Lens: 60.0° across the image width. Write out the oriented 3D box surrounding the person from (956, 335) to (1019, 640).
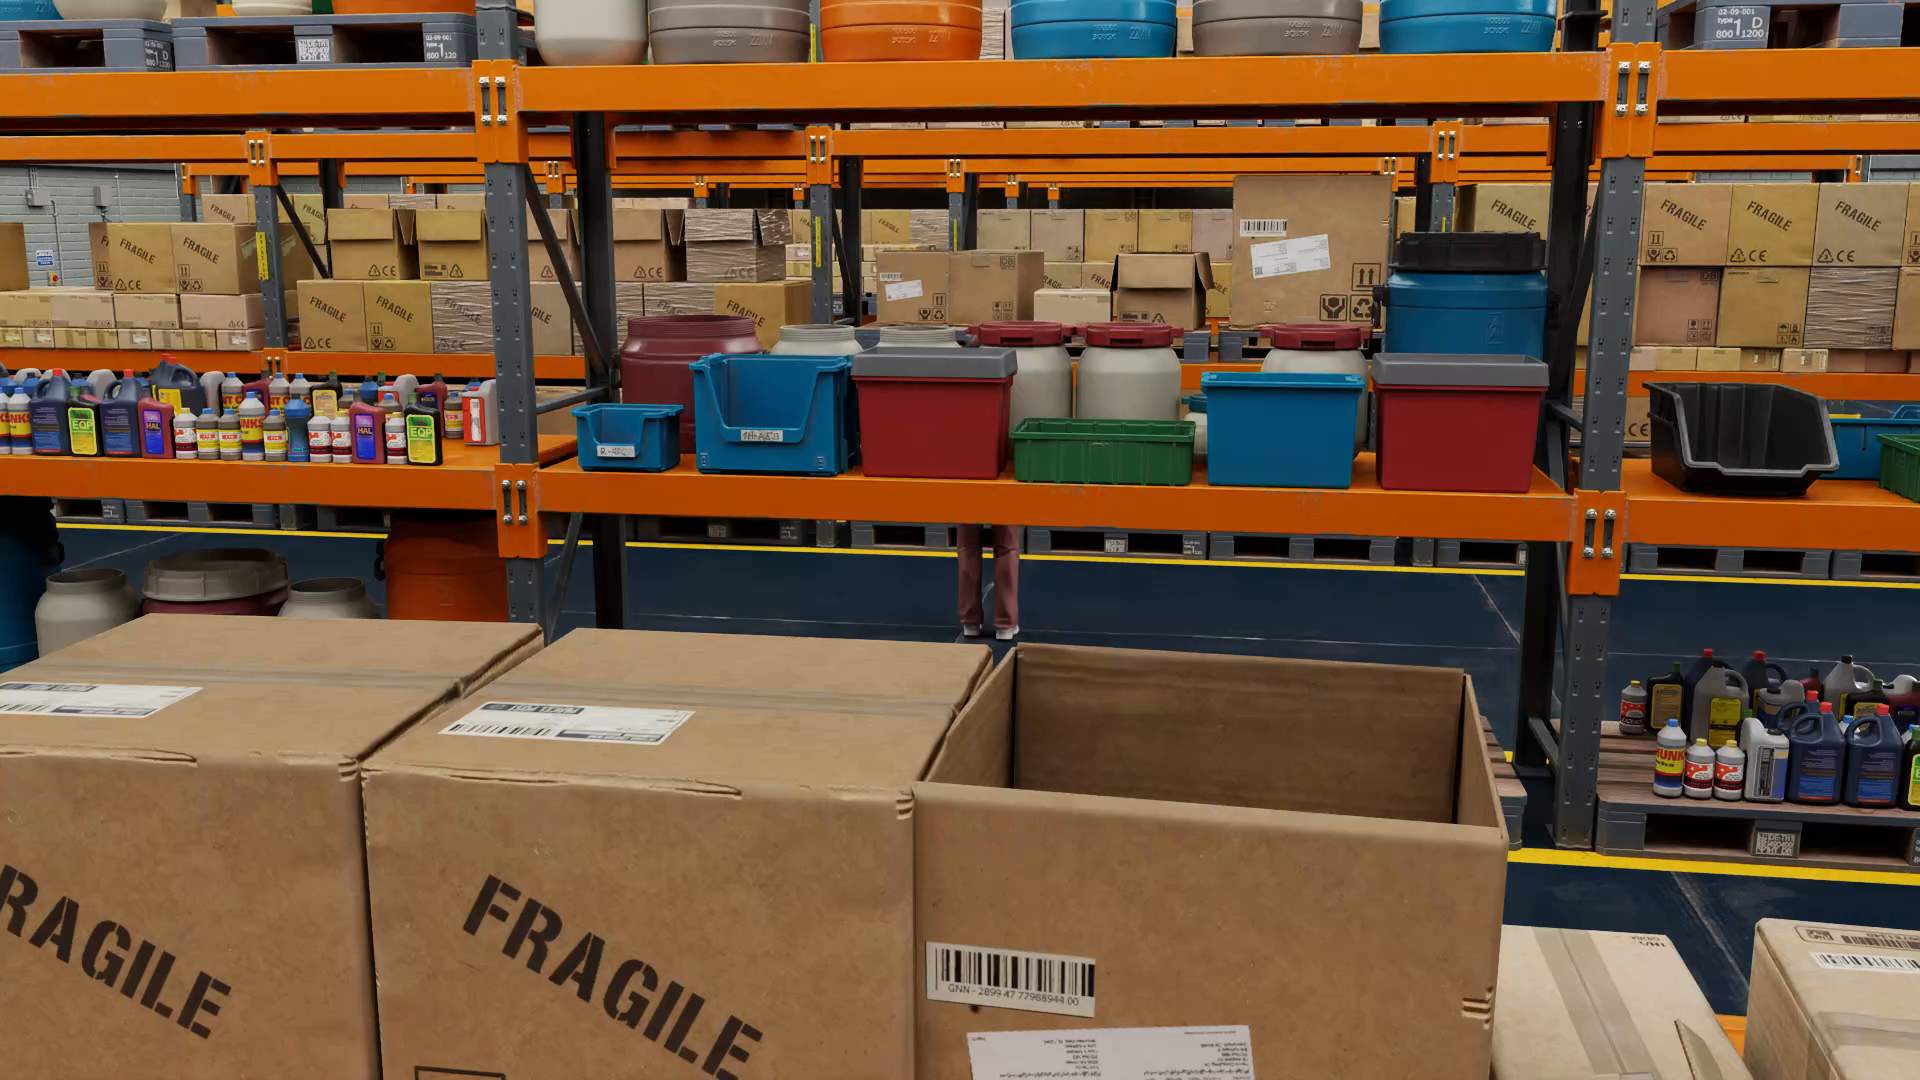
[{"bbox_3d":[0.145,-0.303,9.005,0.426,1.662,0.561,2,11,9],"label":"person"}]
